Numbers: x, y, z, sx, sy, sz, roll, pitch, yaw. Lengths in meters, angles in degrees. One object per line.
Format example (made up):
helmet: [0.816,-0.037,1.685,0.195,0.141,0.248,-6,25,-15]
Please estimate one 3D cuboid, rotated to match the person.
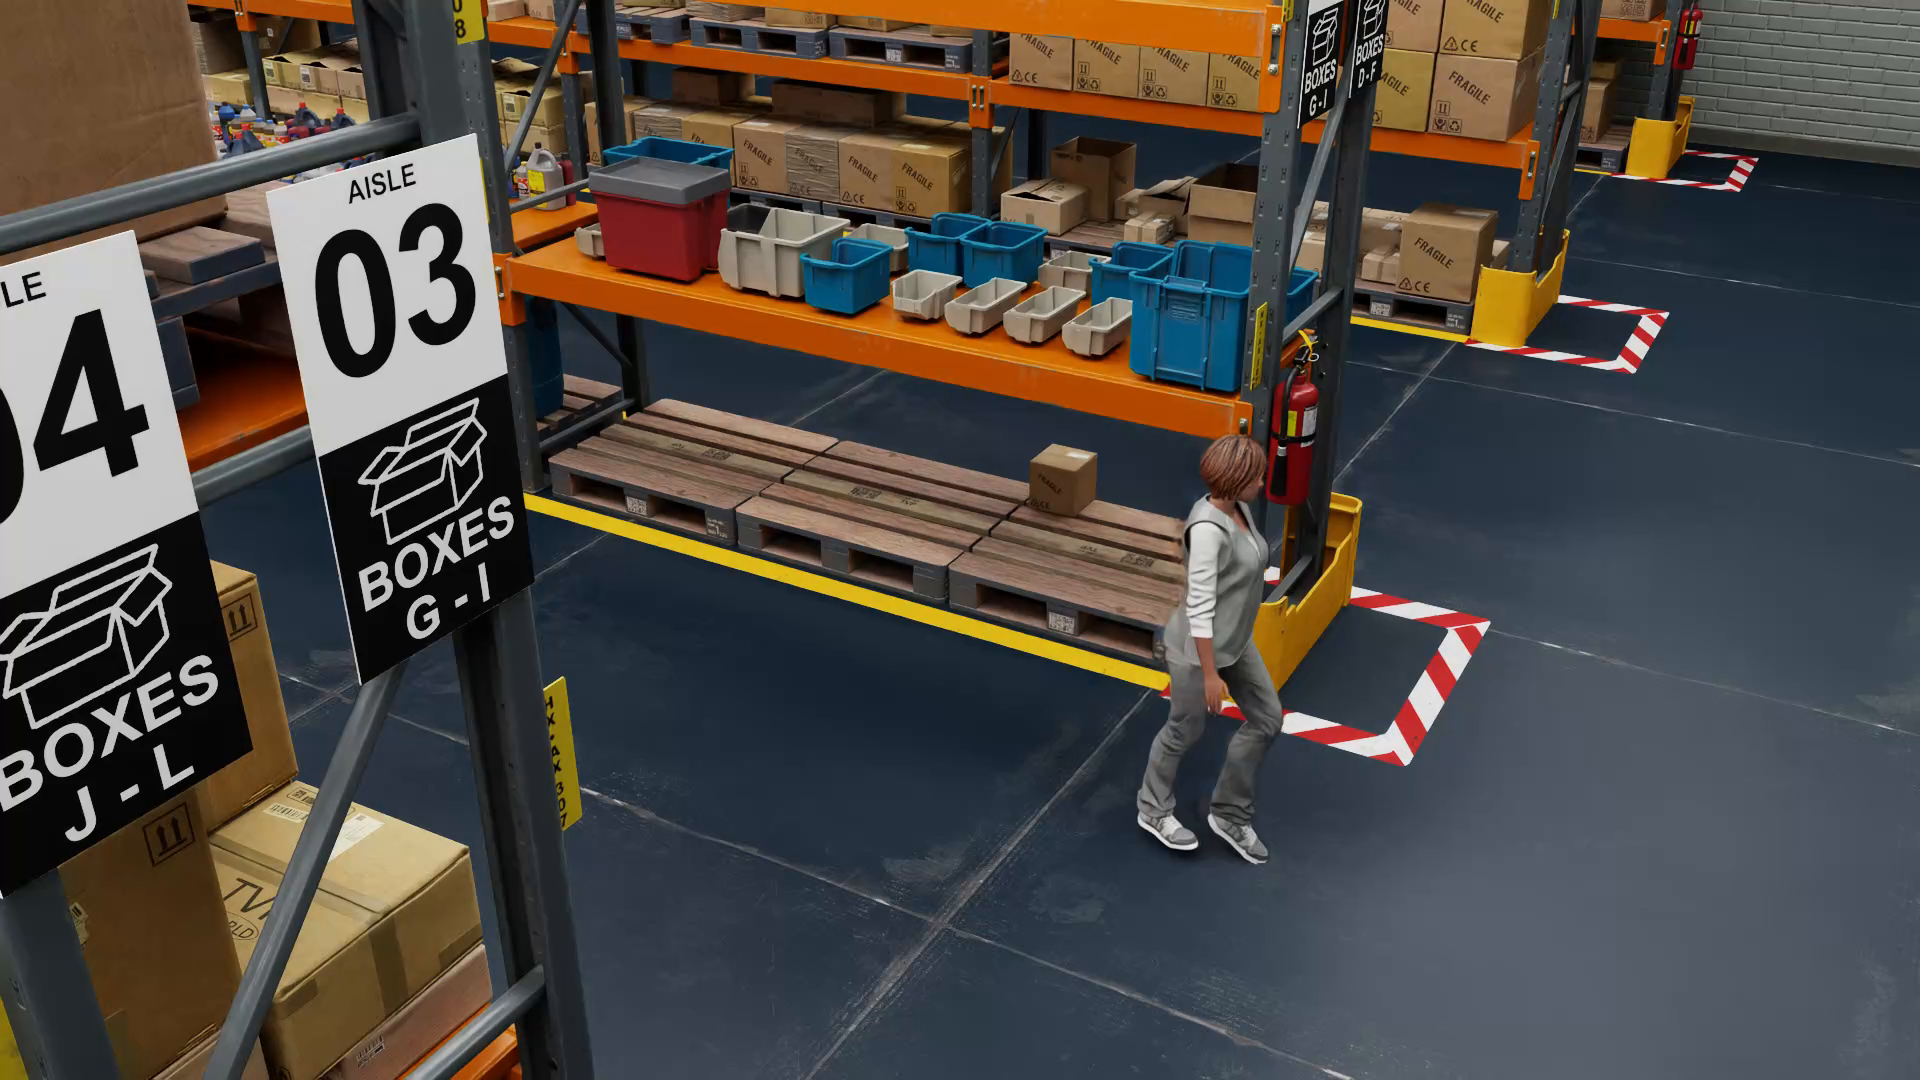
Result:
person: [0.897,0.415,5.822,0.507,1.615,0.482,17,31,29]
